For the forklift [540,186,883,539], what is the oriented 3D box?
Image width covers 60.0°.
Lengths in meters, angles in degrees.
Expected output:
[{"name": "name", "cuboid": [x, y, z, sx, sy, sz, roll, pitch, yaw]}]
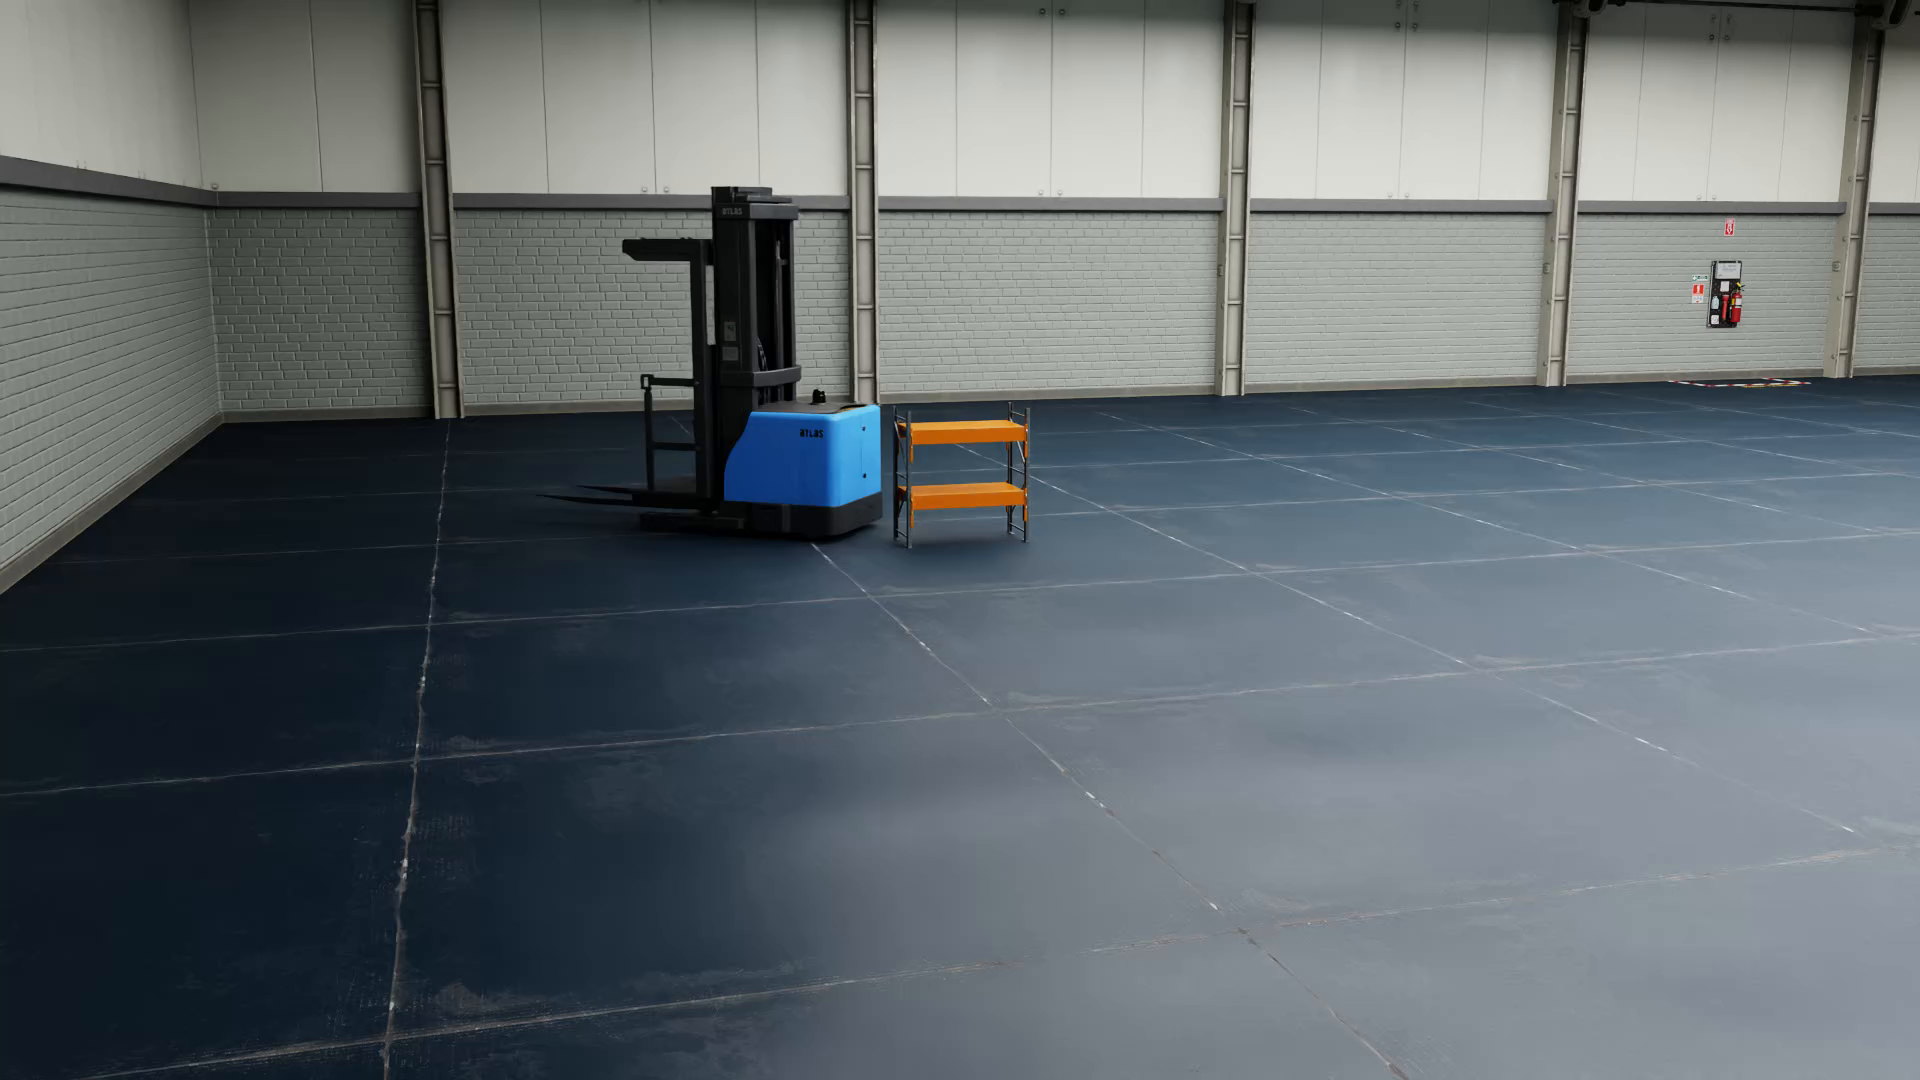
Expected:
[{"name": "forklift", "cuboid": [-2.256, -1.588, 14.578, 3.031, 2.935, 1.130, 4, 11, 20]}]

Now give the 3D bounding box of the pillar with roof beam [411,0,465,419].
[{"name": "pillar with roof beam", "cuboid": [-5.992, -5.409, 18.571, 0.400, 9.000, 9.100, -3, 11, -16]}]

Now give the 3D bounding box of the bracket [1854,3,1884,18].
[{"name": "bracket", "cuboid": [15.549, -9.059, 28.458, 0.430, 0.232, 0.235, -3, 11, -16]}]

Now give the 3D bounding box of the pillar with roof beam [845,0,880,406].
[{"name": "pillar with roof beam", "cuboid": [-0.231, -5.712, 20.221, 0.400, 9.000, 9.100, -3, 11, -16]}]

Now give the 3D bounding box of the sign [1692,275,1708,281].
[{"name": "sign", "cuboid": [12.912, -4.569, 29.020, 0.331, 0.109, 0.001, -3, 11, -16]}]

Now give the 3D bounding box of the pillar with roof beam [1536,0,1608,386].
[{"name": "pillar with roof beam", "cuboid": [11.291, -6.319, 23.519, 0.548, 9.000, 9.100, -3, 11, -16]}]

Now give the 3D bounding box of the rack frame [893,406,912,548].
[{"name": "rack frame", "cuboid": [-0.482, -0.528, 13.807, 0.032, 1.125, 0.500, -3, 11, -16]}]

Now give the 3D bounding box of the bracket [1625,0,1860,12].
[{"name": "bracket", "cuboid": [13.059, -8.928, 27.745, 4.783, 0.066, 0.076, -3, 11, -16]}]

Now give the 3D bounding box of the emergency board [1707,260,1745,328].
[{"name": "emergency board", "cuboid": [13.465, -4.303, 29.133, 0.643, 1.169, 0.194, -3, 11, -16]}]

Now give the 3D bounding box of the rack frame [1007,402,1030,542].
[{"name": "rack frame", "cuboid": [0.495, -0.579, 14.086, 0.032, 1.125, 0.500, -3, 11, -16]}]

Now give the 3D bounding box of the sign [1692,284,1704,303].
[{"name": "sign", "cuboid": [12.905, -4.310, 29.076, 0.234, 0.329, 0.001, -3, 11, -16]}]

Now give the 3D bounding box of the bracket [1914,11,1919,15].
[{"name": "bracket", "cuboid": [18.820, -9.231, 29.395, 4.783, 0.066, 0.076, -3, 11, -16]}]

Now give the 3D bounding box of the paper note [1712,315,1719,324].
[{"name": "paper note", "cuboid": [13.276, -3.872, 29.230, 0.142, 0.148, 0.016, -3, 11, -16]}]

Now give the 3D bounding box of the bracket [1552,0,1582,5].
[{"name": "bracket", "cuboid": [9.788, -8.755, 26.809, 0.430, 0.232, 0.235, -3, 11, -16]}]

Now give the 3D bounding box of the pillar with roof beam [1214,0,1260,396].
[{"name": "pillar with roof beam", "cuboid": [5.530, -6.016, 21.870, 0.548, 9.000, 9.100, -3, 11, -16]}]

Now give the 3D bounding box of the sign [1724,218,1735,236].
[{"name": "sign", "cuboid": [13.429, -5.460, 29.015, 0.199, 0.298, 0.001, -3, 11, -16]}]

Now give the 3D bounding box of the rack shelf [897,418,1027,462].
[{"name": "rack shelf", "cuboid": [0.006, -0.841, 13.894, 1.000, 0.278, 0.538, -3, 11, -16]}]

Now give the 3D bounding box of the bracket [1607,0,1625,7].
[{"name": "bracket", "cuboid": [10.585, -8.797, 27.037, 0.430, 0.232, 0.235, -3, 11, -16]}]

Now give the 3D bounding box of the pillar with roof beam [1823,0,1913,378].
[{"name": "pillar with roof beam", "cuboid": [17.052, -6.623, 25.168, 0.548, 9.000, 9.100, -3, 11, -16]}]

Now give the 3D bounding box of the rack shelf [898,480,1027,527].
[{"name": "rack shelf", "cuboid": [0.006, -0.313, 13.991, 1.000, 0.278, 0.538, -3, 11, -16]}]

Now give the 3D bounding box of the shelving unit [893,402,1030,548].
[{"name": "shelving unit", "cuboid": [0.006, -0.554, 13.947, 1.048, 1.125, 0.538, -3, 11, -16]}]
